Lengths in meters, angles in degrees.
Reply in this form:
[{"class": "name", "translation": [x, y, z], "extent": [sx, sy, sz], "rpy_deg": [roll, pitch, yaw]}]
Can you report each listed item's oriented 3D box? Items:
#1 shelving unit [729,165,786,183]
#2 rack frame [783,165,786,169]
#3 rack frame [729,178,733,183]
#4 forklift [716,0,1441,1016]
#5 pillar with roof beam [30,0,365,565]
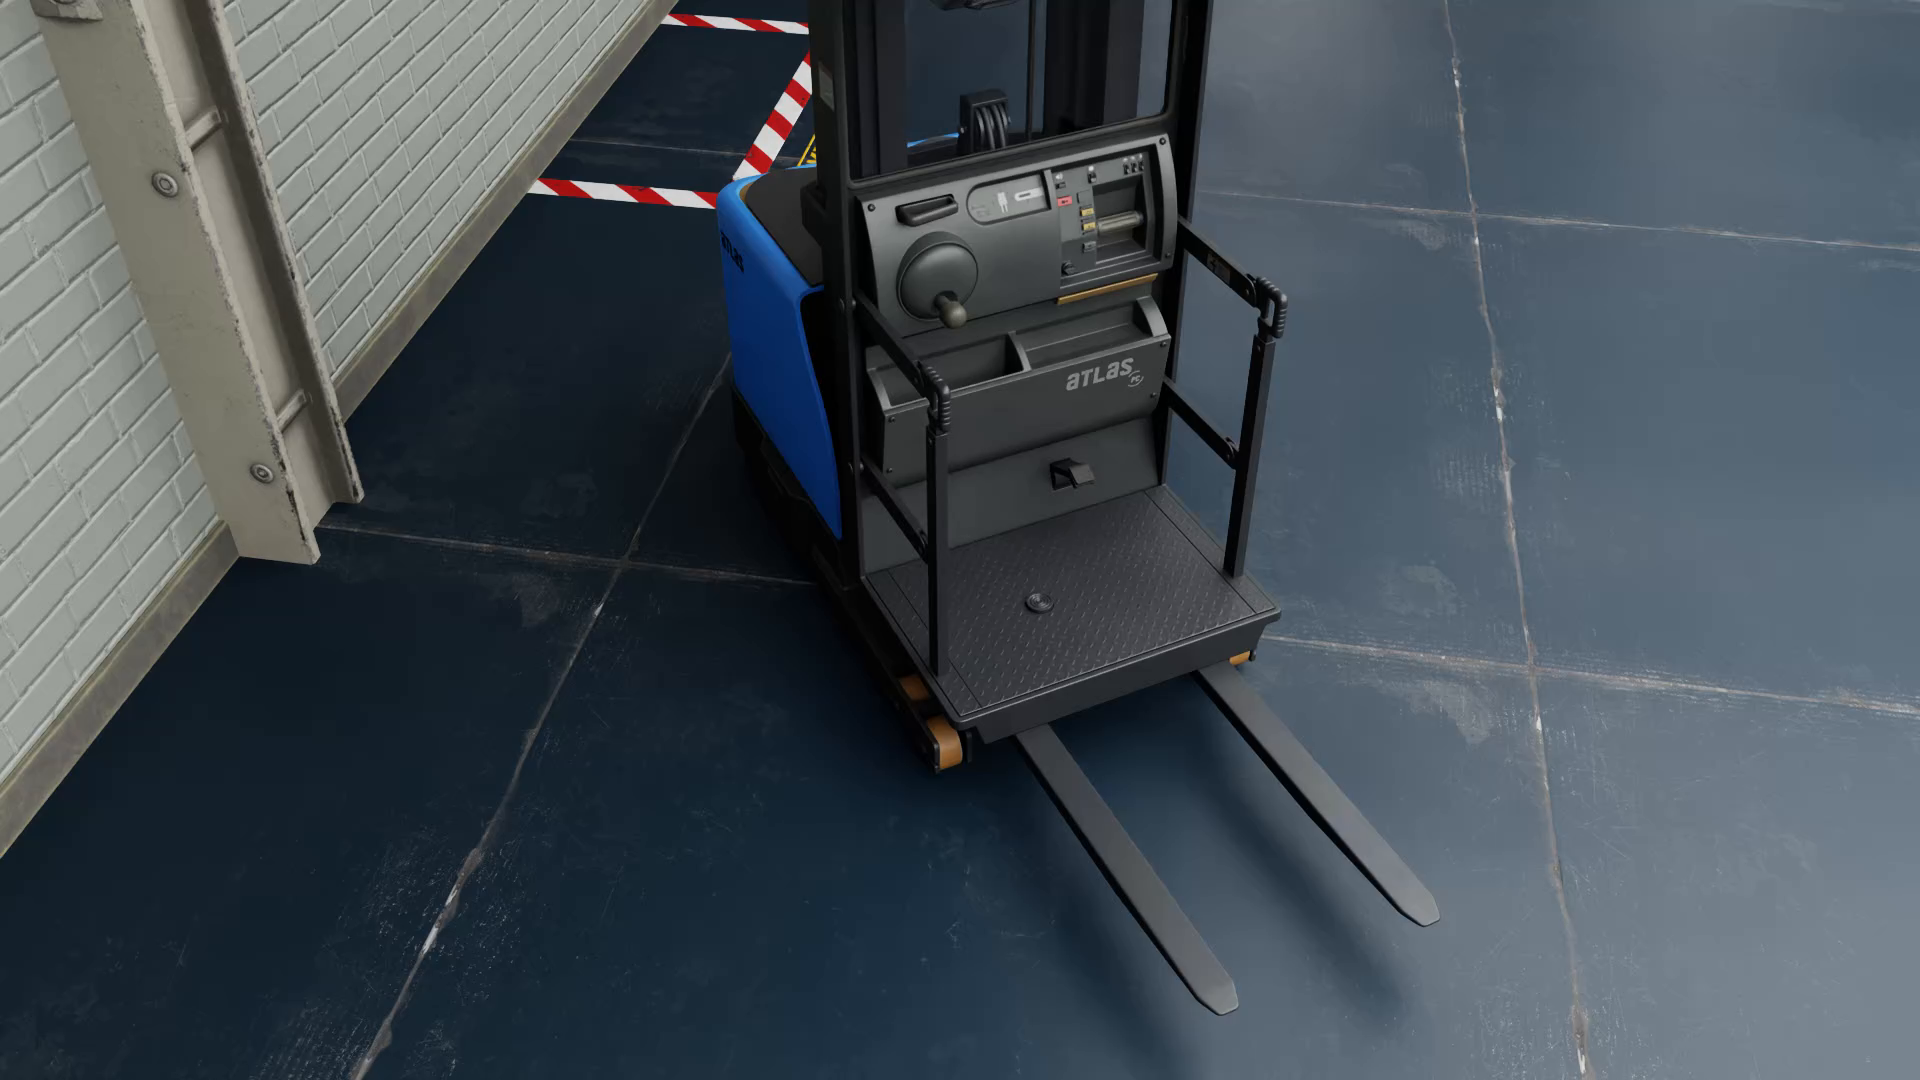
[{"class": "shelving unit", "translation": [-0.664, -0.898, 6.128], "extent": [0.210, 0.900, 0.258], "rpy_deg": [-18, 43, -19]}, {"class": "rack frame", "translation": [-0.573, -0.928, 6.161], "extent": [0.006, 0.900, 0.240], "rpy_deg": [-18, 43, -19]}, {"class": "rack frame", "translation": [-0.755, -0.868, 6.094], "extent": [0.006, 0.900, 0.240], "rpy_deg": [-18, 43, -19]}, {"class": "forklift", "translation": [0.270, -0.771, 4.382], "extent": [1.130, 2.935, 3.031], "rpy_deg": [-17, 43, -20]}, {"class": "pillar with roof beam", "translation": [1.927, -3.051, 2.378], "extent": [9.100, 9.000, 0.400], "rpy_deg": [6, 40, 8]}]
